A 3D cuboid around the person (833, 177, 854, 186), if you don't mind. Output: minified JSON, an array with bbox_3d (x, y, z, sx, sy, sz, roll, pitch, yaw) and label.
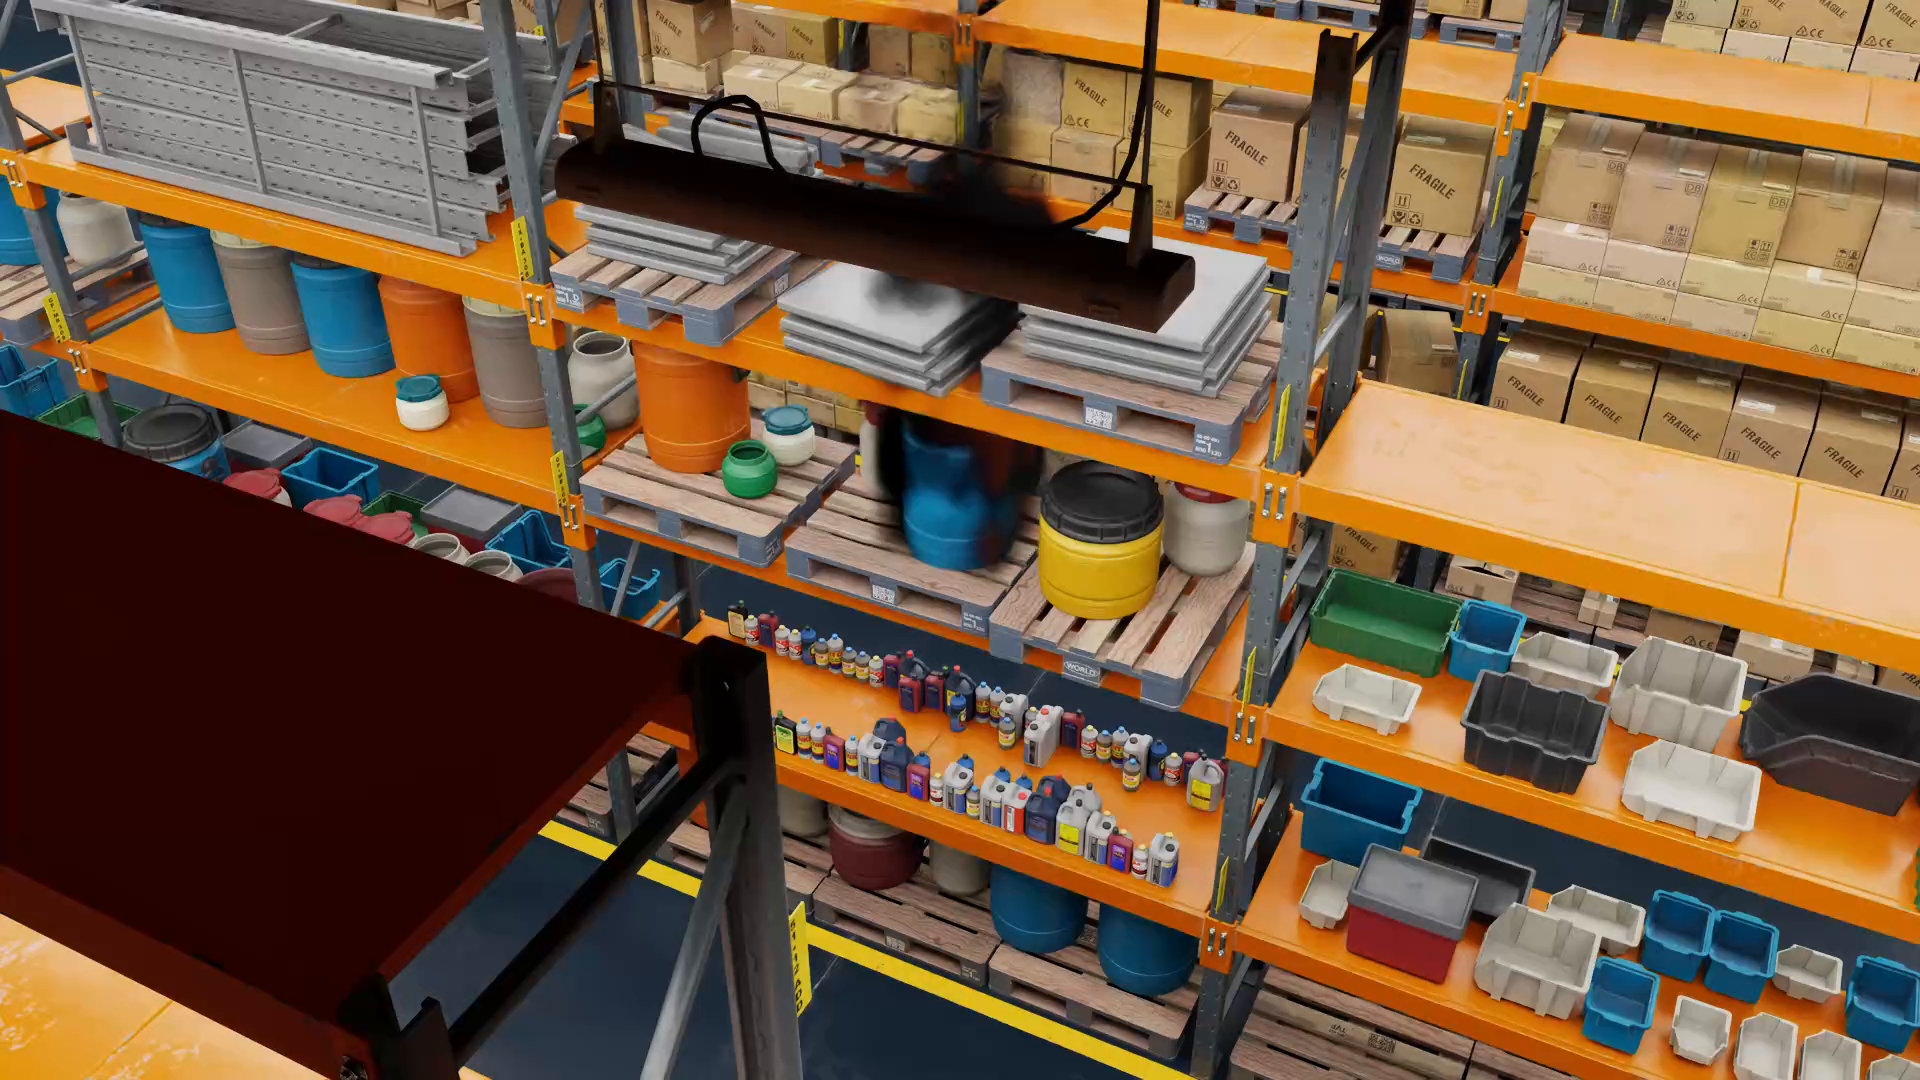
[{"bbox_3d":[-1.165,-2.798,16.376,0.667,1.708,0.645,10,36,13],"label":"person"}]
